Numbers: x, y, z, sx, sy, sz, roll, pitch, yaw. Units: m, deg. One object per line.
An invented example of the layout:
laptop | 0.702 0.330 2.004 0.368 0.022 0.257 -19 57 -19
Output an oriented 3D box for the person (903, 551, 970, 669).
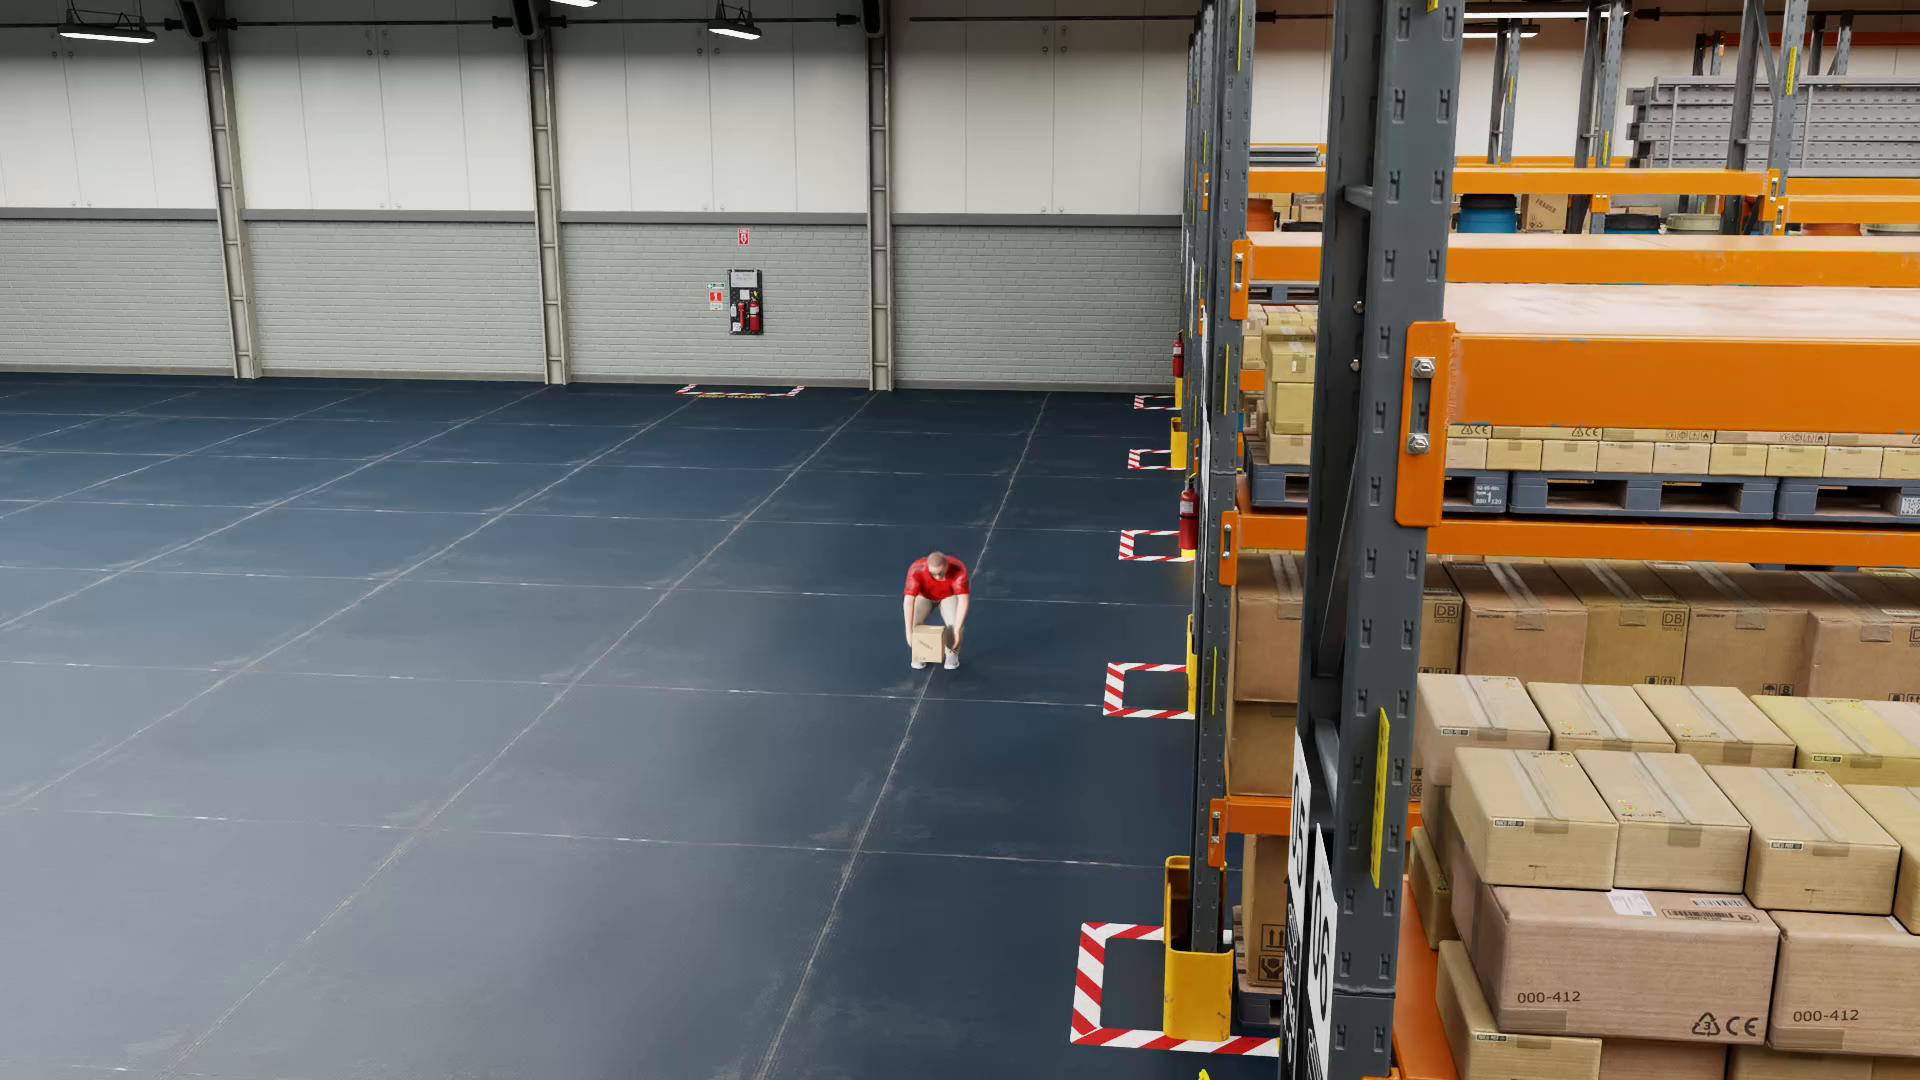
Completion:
person | -0.183 0.570 14.513 0.571 1.130 0.818 2 14 6
